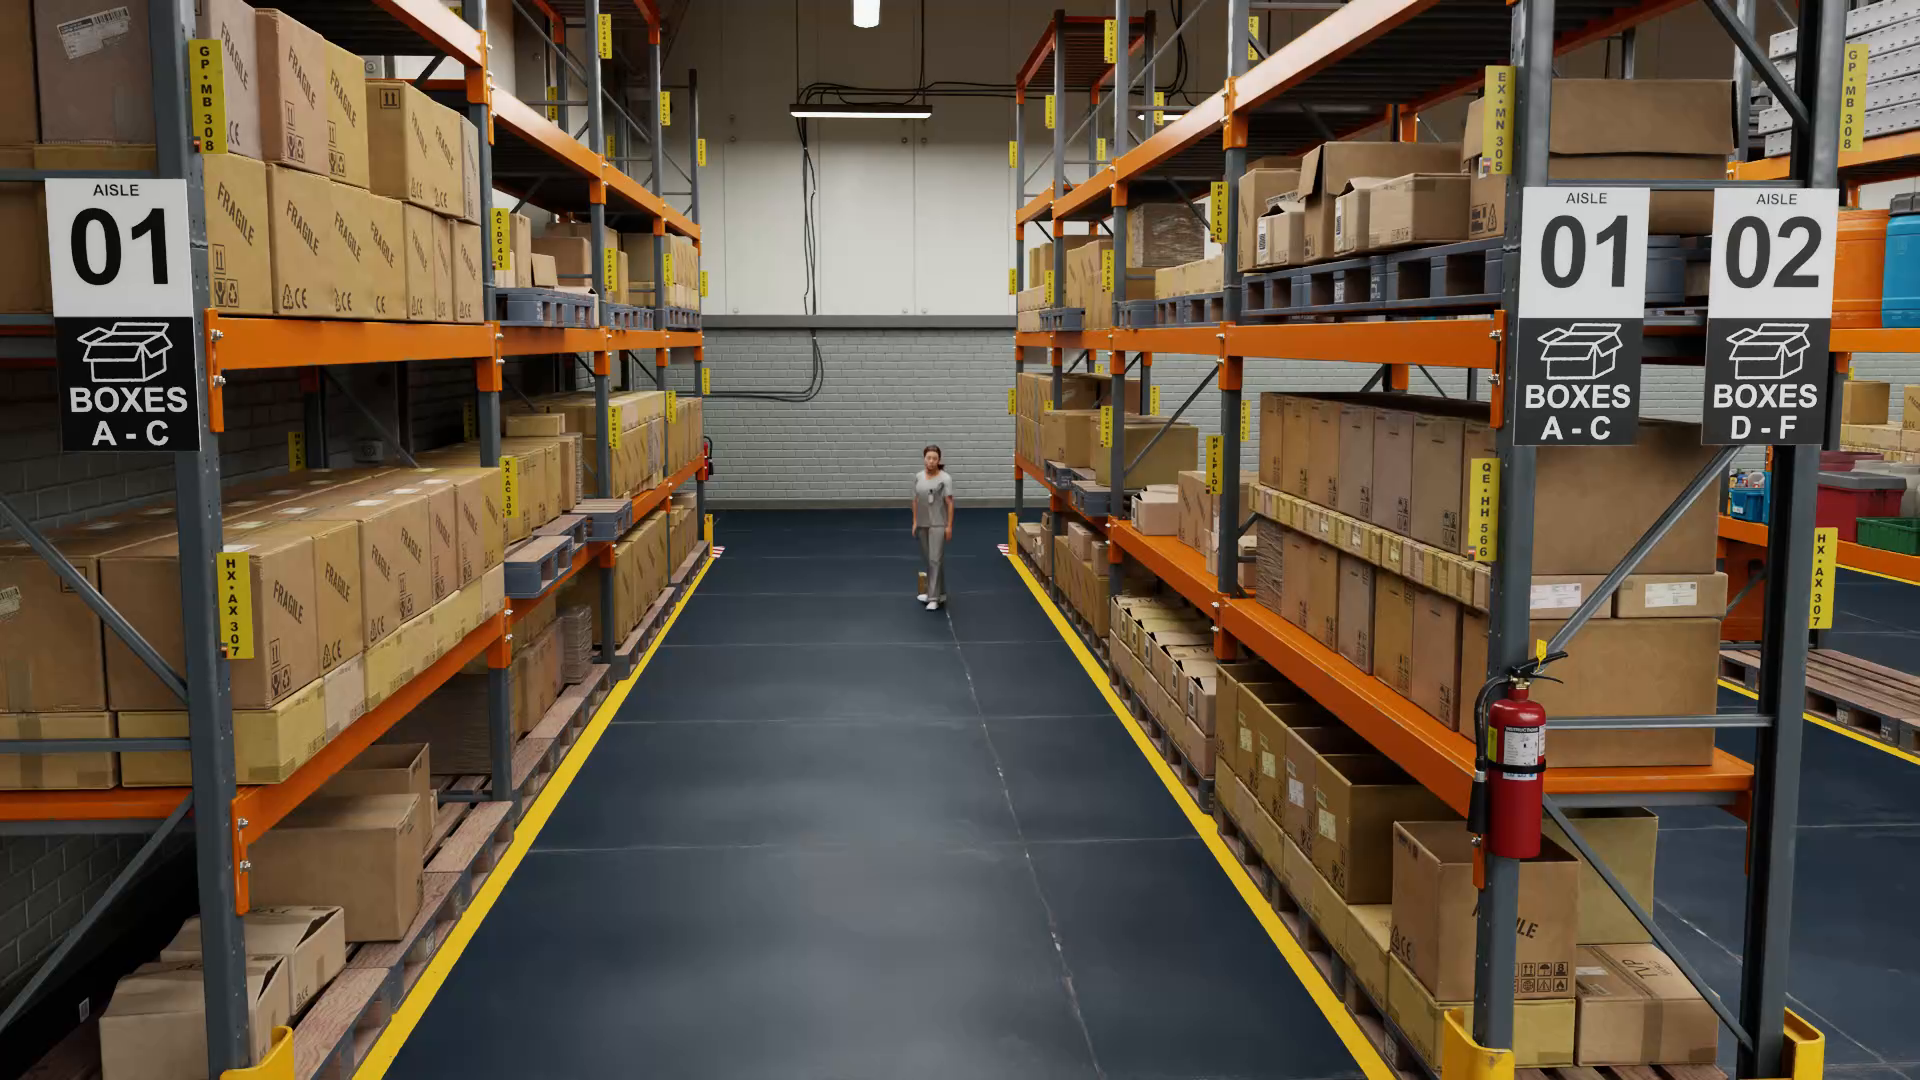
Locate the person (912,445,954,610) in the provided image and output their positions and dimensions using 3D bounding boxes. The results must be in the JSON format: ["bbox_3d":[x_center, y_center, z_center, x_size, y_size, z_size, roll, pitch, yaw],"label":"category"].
[{"bbox_3d":[-0.273,-0.142,16.948,0.484,1.664,0.568,5,8,33],"label":"person"}]
